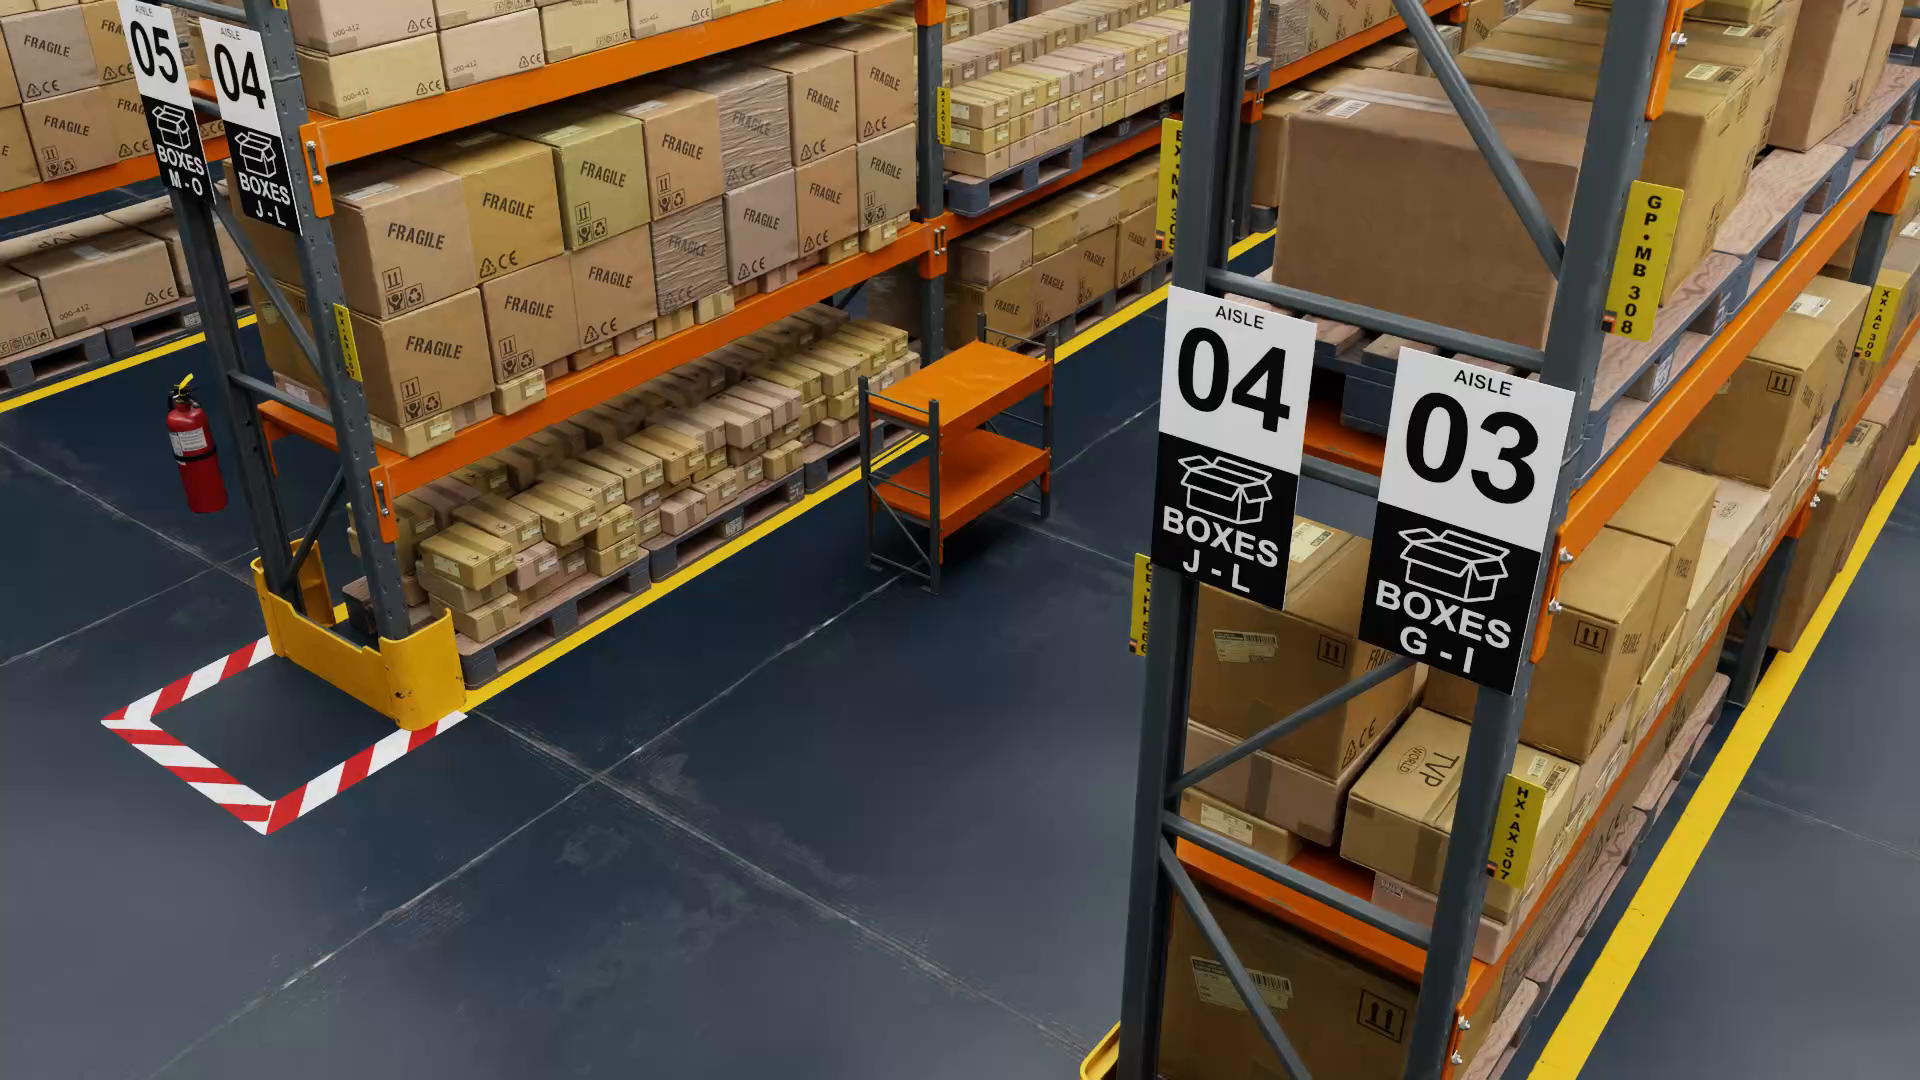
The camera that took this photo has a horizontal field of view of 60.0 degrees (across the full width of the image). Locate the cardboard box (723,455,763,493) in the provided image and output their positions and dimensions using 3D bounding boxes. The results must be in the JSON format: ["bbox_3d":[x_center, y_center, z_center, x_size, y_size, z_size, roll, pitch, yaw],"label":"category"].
[{"bbox_3d":[-1.333,-0.414,9.390,0.380,0.149,0.250,22,37,32],"label":"cardboard box"}]

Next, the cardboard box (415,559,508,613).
[{"bbox_3d":[-2.426,0.180,8.097,0.380,0.149,0.250,23,38,33],"label":"cardboard box"}]

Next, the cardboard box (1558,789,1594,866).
[{"bbox_3d":[1.732,0.820,5.170,0.380,0.149,0.250,20,36,30],"label":"cardboard box"}]

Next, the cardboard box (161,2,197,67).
[{"bbox_3d":[-5.217,-3.495,11.126,0.500,0.500,0.500,22,37,32],"label":"cardboard box"}]

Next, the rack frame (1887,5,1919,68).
[{"bbox_3d":[3.361,-3.243,5.896,1.000,3.000,0.127,21,37,31],"label":"rack frame"}]

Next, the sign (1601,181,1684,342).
[{"bbox_3d":[1.385,-0.564,3.382,0.100,0.325,0.005,21,37,31],"label":"sign"}]

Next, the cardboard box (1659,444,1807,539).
[{"bbox_3d":[2.993,-0.254,6.592,0.500,0.250,0.500,22,37,33],"label":"cardboard box"}]

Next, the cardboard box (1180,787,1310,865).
[{"bbox_3d":[0.899,0.826,5.161,0.380,0.149,0.250,22,37,32],"label":"cardboard box"}]

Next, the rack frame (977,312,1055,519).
[{"bbox_3d":[0.303,-0.688,9.307,0.500,1.125,0.032,21,37,31],"label":"rack frame"}]

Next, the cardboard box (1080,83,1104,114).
[{"bbox_3d":[0.700,-2.876,10.704,0.380,0.149,0.250,23,38,33],"label":"cardboard box"}]

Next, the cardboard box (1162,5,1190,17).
[{"bbox_3d":[1.640,-3.636,11.694,0.380,0.149,0.250,22,37,33],"label":"cardboard box"}]

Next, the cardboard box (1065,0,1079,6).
[{"bbox_3d":[1.174,-6.339,19.289,0.500,0.250,0.500,23,38,34],"label":"cardboard box"}]

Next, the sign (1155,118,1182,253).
[{"bbox_3d":[0.522,-0.846,4.003,0.100,0.325,0.005,21,37,31],"label":"sign"}]

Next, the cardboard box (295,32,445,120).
[{"bbox_3d":[-2.472,-1.934,6.775,0.500,0.250,0.500,23,37,33],"label":"cardboard box"}]

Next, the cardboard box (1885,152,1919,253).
[{"bbox_3d":[4.163,-1.674,8.051,0.797,0.503,0.637,22,37,32],"label":"cardboard box"}]

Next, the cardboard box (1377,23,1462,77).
[{"bbox_3d":[3.994,-4.414,15.551,1.050,0.750,0.750,21,37,31],"label":"cardboard box"}]

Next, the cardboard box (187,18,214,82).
[{"bbox_3d":[-2.884,-2.096,7.050,0.500,0.250,0.500,20,36,30],"label":"cardboard box"}]

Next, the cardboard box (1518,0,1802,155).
[{"bbox_3d":[2.179,-1.497,5.283,0.700,0.500,0.500,23,38,33],"label":"cardboard box"}]

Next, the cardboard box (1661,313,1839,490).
[{"bbox_3d":[2.991,-0.577,6.401,0.500,0.500,0.500,22,37,32],"label":"cardboard box"}]

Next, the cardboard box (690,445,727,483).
[{"bbox_3d":[-1.511,-0.478,9.208,0.380,0.149,0.250,23,38,33],"label":"cardboard box"}]

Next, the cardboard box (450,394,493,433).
[{"bbox_3d":[-2.370,-0.643,7.639,0.380,0.149,0.250,23,37,33],"label":"cardboard box"}]

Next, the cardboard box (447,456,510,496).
[{"bbox_3d":[-2.577,-0.336,8.676,0.380,0.149,0.250,20,36,30],"label":"cardboard box"}]

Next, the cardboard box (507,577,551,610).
[{"bbox_3d":[-2.283,0.196,8.362,0.380,0.149,0.250,21,37,31],"label":"cardboard box"}]

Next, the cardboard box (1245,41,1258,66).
[{"bbox_3d":[1.951,-3.586,12.194,0.380,0.149,0.250,22,37,32],"label":"cardboard box"}]

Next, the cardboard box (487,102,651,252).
[{"bbox_3d":[-1.833,-1.717,7.835,0.500,0.500,0.500,20,36,30],"label":"cardboard box"}]

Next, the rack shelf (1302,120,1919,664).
[{"bbox_3d":[2.153,-0.830,5.472,1.077,0.370,4.000,21,37,31],"label":"rack shelf"}]

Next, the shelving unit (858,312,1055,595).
[{"bbox_3d":[-0.004,-0.481,8.959,0.538,1.125,1.048,21,37,31],"label":"shelving unit"}]

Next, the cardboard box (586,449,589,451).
[{"bbox_3d":[-2.072,-0.513,9.266,0.380,0.149,0.250,23,38,34],"label":"cardboard box"}]

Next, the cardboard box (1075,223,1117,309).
[{"bbox_3d":[0.748,-1.986,11.700,0.500,0.500,0.500,22,37,32],"label":"cardboard box"}]

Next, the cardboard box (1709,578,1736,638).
[{"bbox_3d":[2.662,0.193,6.228,0.380,0.149,0.250,20,36,31],"label":"cardboard box"}]

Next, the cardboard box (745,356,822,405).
[{"bbox_3d":[-1.026,-0.914,9.651,0.380,0.149,0.250,22,37,33],"label":"cardboard box"}]

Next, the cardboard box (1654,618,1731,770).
[{"bbox_3d":[2.899,0.315,7.449,0.875,0.875,0.875,21,37,31],"label":"cardboard box"}]

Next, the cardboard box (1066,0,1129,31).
[{"bbox_3d":[0.976,-3.740,11.870,0.380,0.149,0.250,19,36,29],"label":"cardboard box"}]

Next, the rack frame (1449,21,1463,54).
[{"bbox_3d":[4.297,-5.482,15.557,1.000,3.000,0.127,21,37,31],"label":"rack frame"}]

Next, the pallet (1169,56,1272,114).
[{"bbox_3d":[1.537,-3.451,12.319,1.213,0.211,1.003,21,37,31],"label":"pallet"}]

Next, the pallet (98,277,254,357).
[{"bbox_3d":[-5.797,-1.729,11.961,1.003,0.211,1.213,21,37,31],"label":"pallet"}]

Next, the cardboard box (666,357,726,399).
[{"bbox_3d":[-1.591,-0.961,9.730,0.380,0.149,0.250,22,37,32],"label":"cardboard box"}]

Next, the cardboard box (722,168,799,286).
[{"bbox_3d":[-1.215,-1.705,8.794,0.500,0.500,0.500,21,37,31],"label":"cardboard box"}]

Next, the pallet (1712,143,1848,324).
[{"bbox_3d":[2.122,-1.091,5.294,1.003,0.211,1.213,21,37,31],"label":"pallet"}]

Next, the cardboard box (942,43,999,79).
[{"bbox_3d":[0.031,-3.102,10.793,0.380,0.149,0.250,21,37,31],"label":"cardboard box"}]

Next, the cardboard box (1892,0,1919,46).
[{"bbox_3d":[3.703,-2.415,6.931,0.700,0.500,0.500,22,37,32],"label":"cardboard box"}]

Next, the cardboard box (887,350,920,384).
[{"bbox_3d":[-0.469,-1.086,10.233,0.380,0.149,0.250,22,37,32],"label":"cardboard box"}]

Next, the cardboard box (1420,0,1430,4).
[{"bbox_3d":[3.890,-5.025,14.688,0.500,0.500,0.500,21,36,31],"label":"cardboard box"}]

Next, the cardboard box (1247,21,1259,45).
[{"bbox_3d":[1.947,-3.715,12.120,0.380,0.149,0.250,22,37,32],"label":"cardboard box"}]

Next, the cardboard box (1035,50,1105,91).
[{"bbox_3d":[0.699,-3.000,10.622,0.380,0.149,0.250,21,36,31],"label":"cardboard box"}]

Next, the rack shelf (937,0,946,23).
[{"bbox_3d":[0.675,-4.024,10.861,1.077,0.370,4.000,21,37,31],"label":"rack shelf"}]

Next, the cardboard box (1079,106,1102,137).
[{"bbox_3d":[0.694,-2.741,10.768,0.380,0.149,0.250,19,36,29],"label":"cardboard box"}]

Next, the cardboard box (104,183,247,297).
[{"bbox_3d":[-5.545,-2.204,12.128,0.875,0.438,0.875,20,36,30],"label":"cardboard box"}]

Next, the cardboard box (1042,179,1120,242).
[{"bbox_3d":[0.755,-2.300,11.493,0.500,0.250,0.500,23,37,33],"label":"cardboard box"}]

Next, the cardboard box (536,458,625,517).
[{"bbox_3d":[-1.952,-0.261,8.549,0.380,0.149,0.250,19,36,29],"label":"cardboard box"}]

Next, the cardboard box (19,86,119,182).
[{"bbox_3d":[-5.831,-2.651,10.684,0.500,0.500,0.500,21,37,31],"label":"cardboard box"}]

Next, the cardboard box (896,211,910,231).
[{"bbox_3d":[-0.518,-1.934,9.817,0.380,0.149,0.250,21,36,31],"label":"cardboard box"}]

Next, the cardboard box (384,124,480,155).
[{"bbox_3d":[-2.563,-1.674,7.761,0.500,0.500,0.500,20,36,30],"label":"cardboard box"}]

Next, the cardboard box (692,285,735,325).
[{"bbox_3d":[-1.405,-1.276,8.707,0.380,0.149,0.250,22,37,32],"label":"cardboard box"}]
